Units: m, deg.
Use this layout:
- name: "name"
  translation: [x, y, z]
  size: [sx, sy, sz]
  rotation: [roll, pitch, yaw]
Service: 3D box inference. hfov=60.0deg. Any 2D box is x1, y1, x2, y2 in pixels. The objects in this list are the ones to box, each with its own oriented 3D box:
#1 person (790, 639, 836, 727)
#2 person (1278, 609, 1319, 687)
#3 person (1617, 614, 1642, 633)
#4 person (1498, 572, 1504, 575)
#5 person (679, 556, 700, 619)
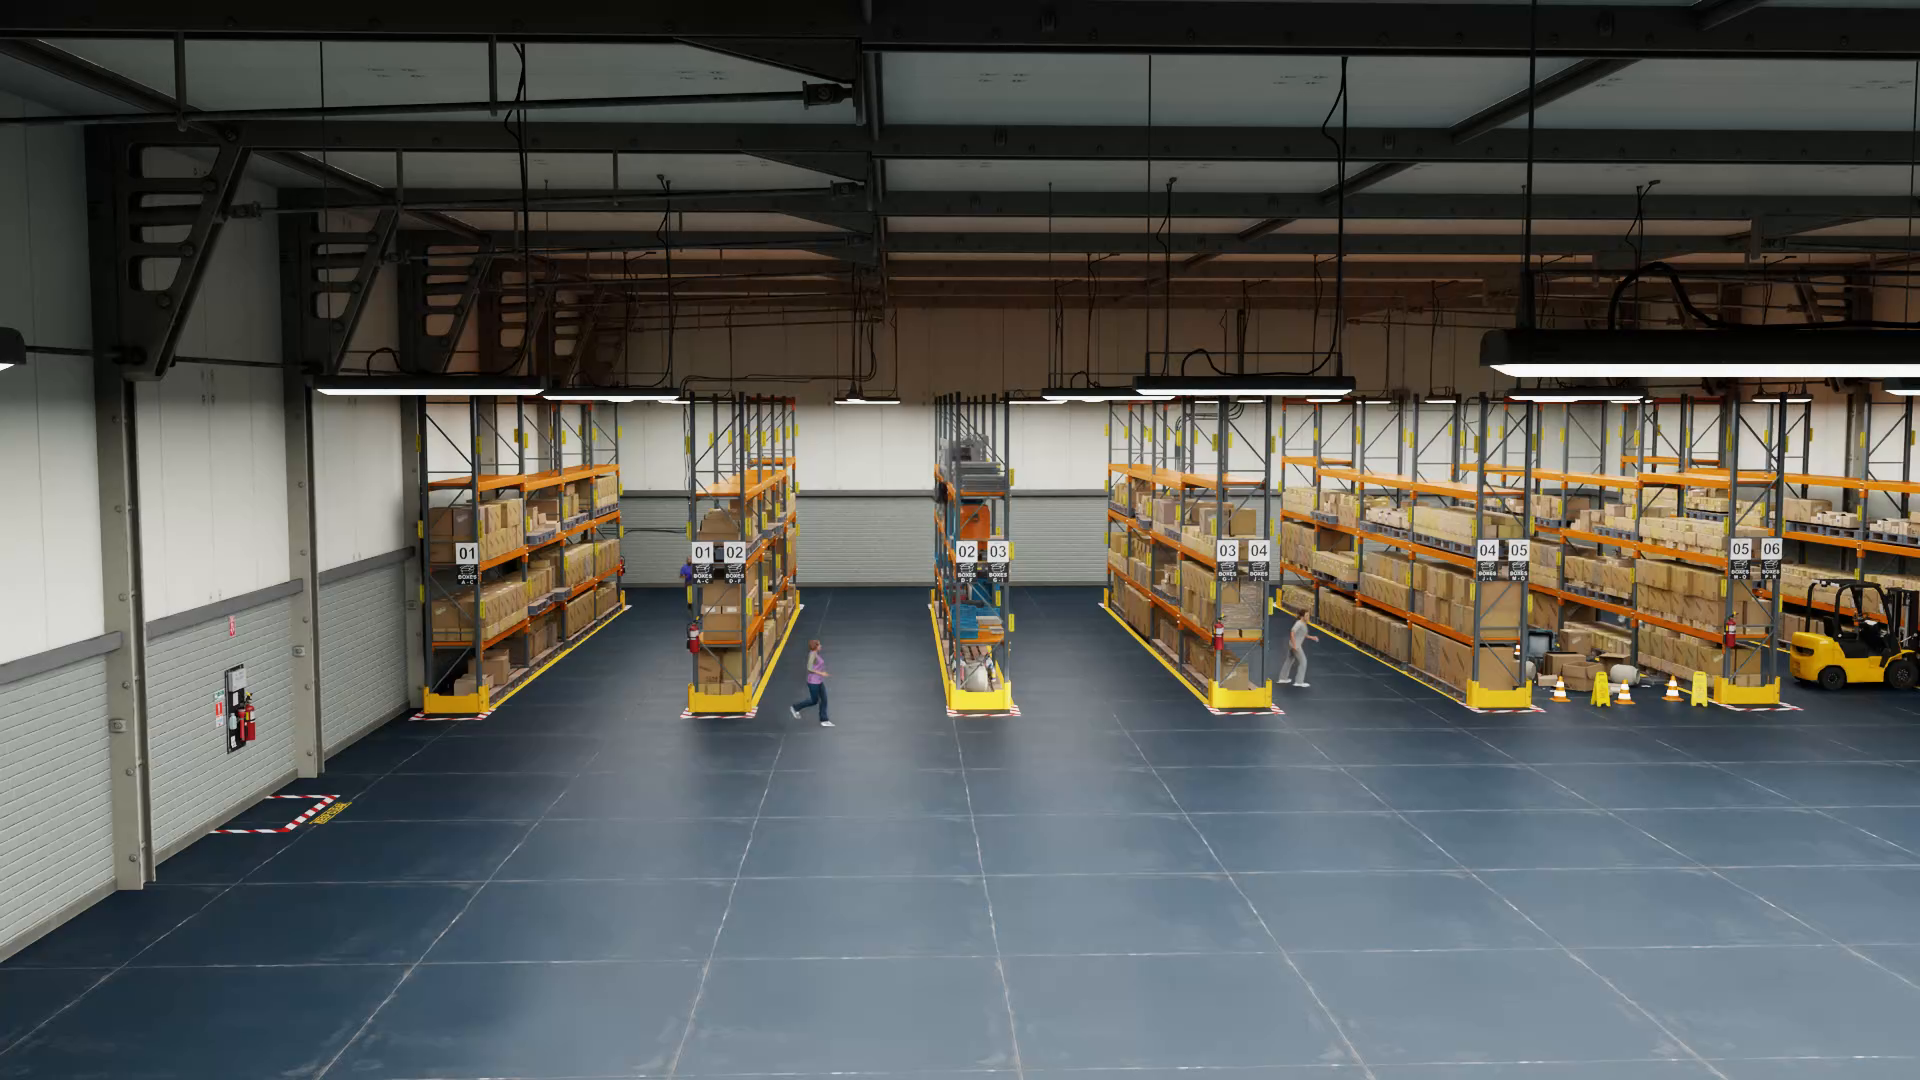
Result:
- name: "person"
  translation: [-2.632, 2.558, 29.729]
  size: [0.827, 1.586, 0.535]
  rotation: [1, 5, 13]
- name: "person"
  translation: [6.947, 2.196, 34.151]
  size: [0.823, 1.608, 0.595]
  rotation: [1, 5, 16]
- name: "person"
  translation: [16.749, 1.518, 41.656]
  size: [0.686, 1.751, 0.995]
  rotation: [-1, 5, -10]
- name: "person"
  translation: [13.043, 1.654, 40.116]
  size: [0.670, 1.748, 0.783]
  rotation: [-2, 5, -21]
- name: "person"
  translation: [-7.337, 1.269, 45.388]
  size: [0.575, 1.699, 0.898]
  rotation: [0, 5, 3]
